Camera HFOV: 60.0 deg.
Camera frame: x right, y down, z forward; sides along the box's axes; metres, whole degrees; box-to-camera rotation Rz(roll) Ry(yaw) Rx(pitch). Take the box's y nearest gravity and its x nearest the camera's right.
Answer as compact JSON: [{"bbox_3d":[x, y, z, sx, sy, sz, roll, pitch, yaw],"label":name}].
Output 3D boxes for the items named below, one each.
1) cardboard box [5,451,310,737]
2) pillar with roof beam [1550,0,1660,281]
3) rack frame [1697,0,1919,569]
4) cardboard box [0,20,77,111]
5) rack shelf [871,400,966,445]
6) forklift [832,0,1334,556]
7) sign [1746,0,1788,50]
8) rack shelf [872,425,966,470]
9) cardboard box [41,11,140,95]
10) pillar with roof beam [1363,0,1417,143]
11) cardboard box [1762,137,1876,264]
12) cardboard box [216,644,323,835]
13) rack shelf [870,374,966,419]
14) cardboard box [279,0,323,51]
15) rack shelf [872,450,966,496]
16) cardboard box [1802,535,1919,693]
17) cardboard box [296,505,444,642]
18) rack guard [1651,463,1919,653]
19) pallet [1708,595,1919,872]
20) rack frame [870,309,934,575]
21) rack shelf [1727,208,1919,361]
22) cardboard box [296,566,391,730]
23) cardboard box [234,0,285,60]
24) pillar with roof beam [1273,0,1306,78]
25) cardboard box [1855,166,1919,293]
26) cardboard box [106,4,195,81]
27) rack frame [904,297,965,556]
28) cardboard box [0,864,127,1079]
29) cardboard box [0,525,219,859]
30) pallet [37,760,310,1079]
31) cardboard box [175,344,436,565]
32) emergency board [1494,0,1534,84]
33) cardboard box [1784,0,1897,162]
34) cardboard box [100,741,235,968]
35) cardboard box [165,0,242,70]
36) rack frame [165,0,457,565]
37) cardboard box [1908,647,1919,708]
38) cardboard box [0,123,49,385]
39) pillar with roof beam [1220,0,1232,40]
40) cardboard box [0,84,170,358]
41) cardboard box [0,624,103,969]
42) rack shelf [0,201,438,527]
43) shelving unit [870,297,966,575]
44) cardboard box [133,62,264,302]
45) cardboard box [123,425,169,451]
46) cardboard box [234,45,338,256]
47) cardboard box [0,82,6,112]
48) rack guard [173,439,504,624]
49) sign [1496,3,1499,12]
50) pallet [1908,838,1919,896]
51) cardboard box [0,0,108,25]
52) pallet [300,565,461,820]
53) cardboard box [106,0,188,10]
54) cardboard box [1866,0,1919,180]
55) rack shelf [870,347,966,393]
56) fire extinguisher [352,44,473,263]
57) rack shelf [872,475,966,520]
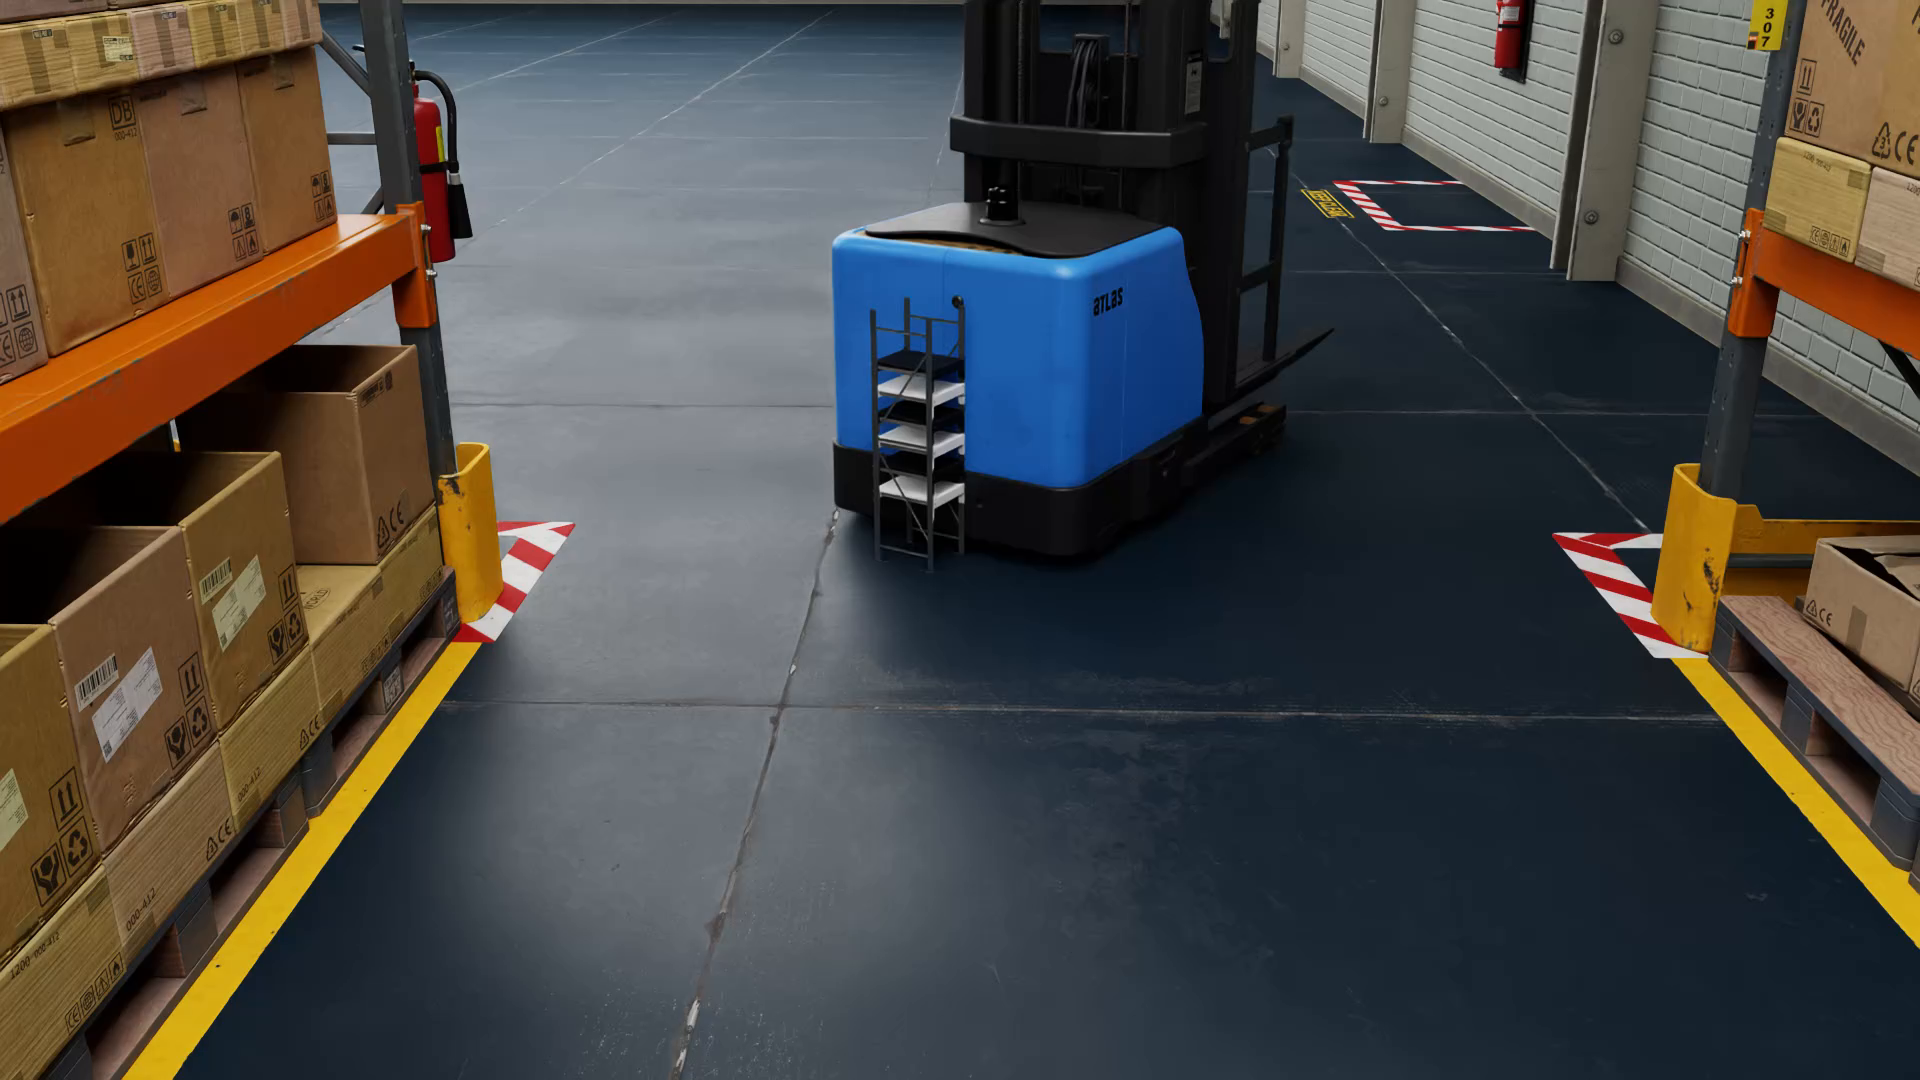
[{"bbox_3d":[-1.859,0.107,3.790,0.500,0.500,0.500,1,21,2],"label":"cardboard box"},{"bbox_3d":[-0.450,-5.886,8.758,9.100,9.000,0.400,1,21,2],"label":"pillar with roof beam"},{"bbox_3d":[2.827,-1.135,4.807,1.000,3.000,0.127,1,21,2],"label":"rack frame"},{"bbox_3d":[-1.983,-0.929,3.241,0.380,0.149,0.250,1,21,3],"label":"cardboard box"},{"bbox_3d":[-0.141,-0.408,5.679,0.258,0.077,0.200,13,25,29],"label":"rack shelf"},{"bbox_3d":[0.736,-1.796,6.606,1.130,2.935,3.031,13,25,29],"label":"forklift"},{"bbox_3d":[2.285,-1.544,4.666,0.100,0.325,0.005,1,21,2],"label":"sign"},{"bbox_3d":[-0.141,-0.324,5.712,0.258,0.077,0.200,13,25,29],"label":"rack shelf"},{"bbox_3d":[-1.977,-1.024,3.486,0.380,0.149,0.250,1,21,3],"label":"cardboard box"},{"bbox_3d":[-0.267,-8.055,14.349,9.100,9.000,0.400,1,21,2],"label":"pillar with roof beam"},{"bbox_3d":[2.495,-0.901,4.385,0.500,0.250,0.500,0,21,0],"label":"cardboard box"},{"bbox_3d":[-1.862,0.457,3.925,0.500,0.250,0.500,1,21,2],"label":"cardboard box"},{"bbox_3d":[-0.141,-0.492,5.647,0.258,0.077,0.200,13,25,29],"label":"rack shelf"},{"bbox_3d":[-1.945,-1.397,4.447,0.380,0.149,0.250,0,21,1],"label":"cardboard box"},{"bbox_3d":[-0.141,-0.240,5.744,0.258,0.077,0.200,13,25,29],"label":"rack shelf"},{"bbox_3d":[2.716,0.163,4.572,0.500,0.311,0.500,-2,21,-4],"label":"cardboard box"},{"bbox_3d":[-1.845,0.095,4.857,0.500,0.250,0.500,1,21,2],"label":"cardboard box"},{"bbox_3d":[2.825,0.058,5.189,1.175,0.500,0.348,1,21,2],"label":"rack guard"},{"bbox_3d":[2.765,0.486,4.485,1.003,0.211,1.213,1,21,2],"label":"pallet"},{"bbox_3d":[-0.195,-0.324,5.619,0.240,0.900,0.006,13,25,29],"label":"rack frame"},{"bbox_3d":[2.767,-0.076,3.074,1.077,0.370,4.000,1,21,2],"label":"rack shelf"},{"bbox_3d":[-1.848,0.276,4.391,0.500,0.250,0.500,1,21,2],"label":"cardboard box"},{"bbox_3d":[-1.952,-1.302,4.203,0.380,0.149,0.250,1,21,3],"label":"cardboard box"},{"bbox_3d":[-0.085,-10.225,19.941,9.100,9.000,0.400,1,21,2],"label":"pillar with roof beam"},{"bbox_3d":[2.494,-0.713,3.901,0.500,0.250,0.500,0,21,0],"label":"cardboard box"},{"bbox_3d":[-1.969,-1.119,3.731,0.380,0.149,0.250,1,21,2],"label":"cardboard box"},{"bbox_3d":[-0.087,-0.386,5.780,0.240,0.900,0.006,13,25,29],"label":"rack frame"},{"bbox_3d":[-1.888,0.819,2.993,0.500,0.250,0.500,1,21,2],"label":"cardboard box"},{"bbox_3d":[-1.875,0.288,3.324,0.500,0.500,0.500,1,21,2],"label":"cardboard box"},{"bbox_3d":[-2.145,0.829,3.601,1.003,0.211,1.213,1,21,2],"label":"pallet"},{"bbox_3d":[-1.843,-0.254,4.722,0.500,0.500,0.500,1,21,2],"label":"cardboard box"},{"bbox_3d":[3.966,-3.935,12.023,0.194,1.169,0.643,1,21,2],"label":"emergency board"},{"bbox_3d":[2.512,-1.255,4.259,0.500,0.500,0.500,1,21,2],"label":"cardboard box"},{"bbox_3d":[-1.879,0.638,3.459,0.500,0.250,0.500,1,21,2],"label":"cardboard box"},{"bbox_3d":[-1.960,-1.210,3.965,0.380,0.149,0.250,0,21,1],"label":"cardboard box"},{"bbox_3d":[-2.124,-1.188,4.944,1.000,3.000,0.127,1,21,2],"label":"rack frame"},{"bbox_3d":[2.699,0.369,4.041,0.500,0.311,0.500,2,21,6],"label":"cardboard box"},{"bbox_3d":[-2.196,-0.506,3.049,0.700,0.500,0.500,1,21,3],"label":"cardboard box"},{"bbox_3d":[0.098,-12.394,25.532,9.100,9.000,0.400,1,21,2],"label":"pillar with roof beam"},{"bbox_3d":[-2.183,-0.697,3.539,0.700,0.500,0.500,1,21,2],"label":"cardboard box"},{"bbox_3d":[-1.889,0.469,2.858,0.500,0.500,0.500,1,21,2],"label":"cardboard box"},{"bbox_3d":[-2.185,-0.130,3.211,1.077,0.370,4.000,1,21,2],"label":"rack shelf"},{"bbox_3d":[-0.141,-0.355,5.700,0.258,0.900,0.210,13,25,29],"label":"shelving unit"},{"bbox_3d":[-2.162,-0.876,4.002,0.700,0.500,0.500,1,21,3],"label":"cardboard box"},{"bbox_3d":[-2.376,-0.079,4.271,0.500,0.500,0.500,1,21,2],"label":"cardboard box"},{"bbox_3d":[-2.151,-1.066,4.491,0.700,0.500,0.500,1,21,2],"label":"cardboard box"},{"bbox_3d":[-1.990,-0.836,3.002,0.380,0.149,0.250,0,21,1],"label":"cardboard box"},{"bbox_3d":[-2.123,-0.031,5.419,1.175,0.500,0.348,1,21,2],"label":"rack guard"},{"bbox_3d":[4.086,-4.150,12.529,0.001,0.329,0.234,1,21,2],"label":"sign"},{"bbox_3d":[2.725,0.926,3.351,1.003,0.211,1.213,1,21,2],"label":"pallet"},{"bbox_3d":[-2.178,-1.279,3.247,0.700,0.500,0.500,1,21,2],"label":"cardboard box"},{"bbox_3d":[-2.106,0.389,4.735,1.003,0.211,1.213,1,21,2],"label":"pallet"},{"bbox_3d":[-2.163,-1.461,3.717,0.700,0.500,0.500,0,21,0],"label":"cardboard box"},{"bbox_3d":[2.487,-1.076,3.798,0.500,0.500,0.500,1,21,2],"label":"cardboard box"},{"bbox_3d":[-0.141,-0.576,5.614,0.258,0.077,0.200,13,25,29],"label":"rack shelf"},{"bbox_3d":[-1.656,-1.190,5.055,0.296,0.674,0.183,1,21,2],"label":"fire extinguisher"},{"bbox_3d":[-0.141,-0.156,5.777,0.258,0.077,0.200,13,25,29],"label":"rack shelf"}]
